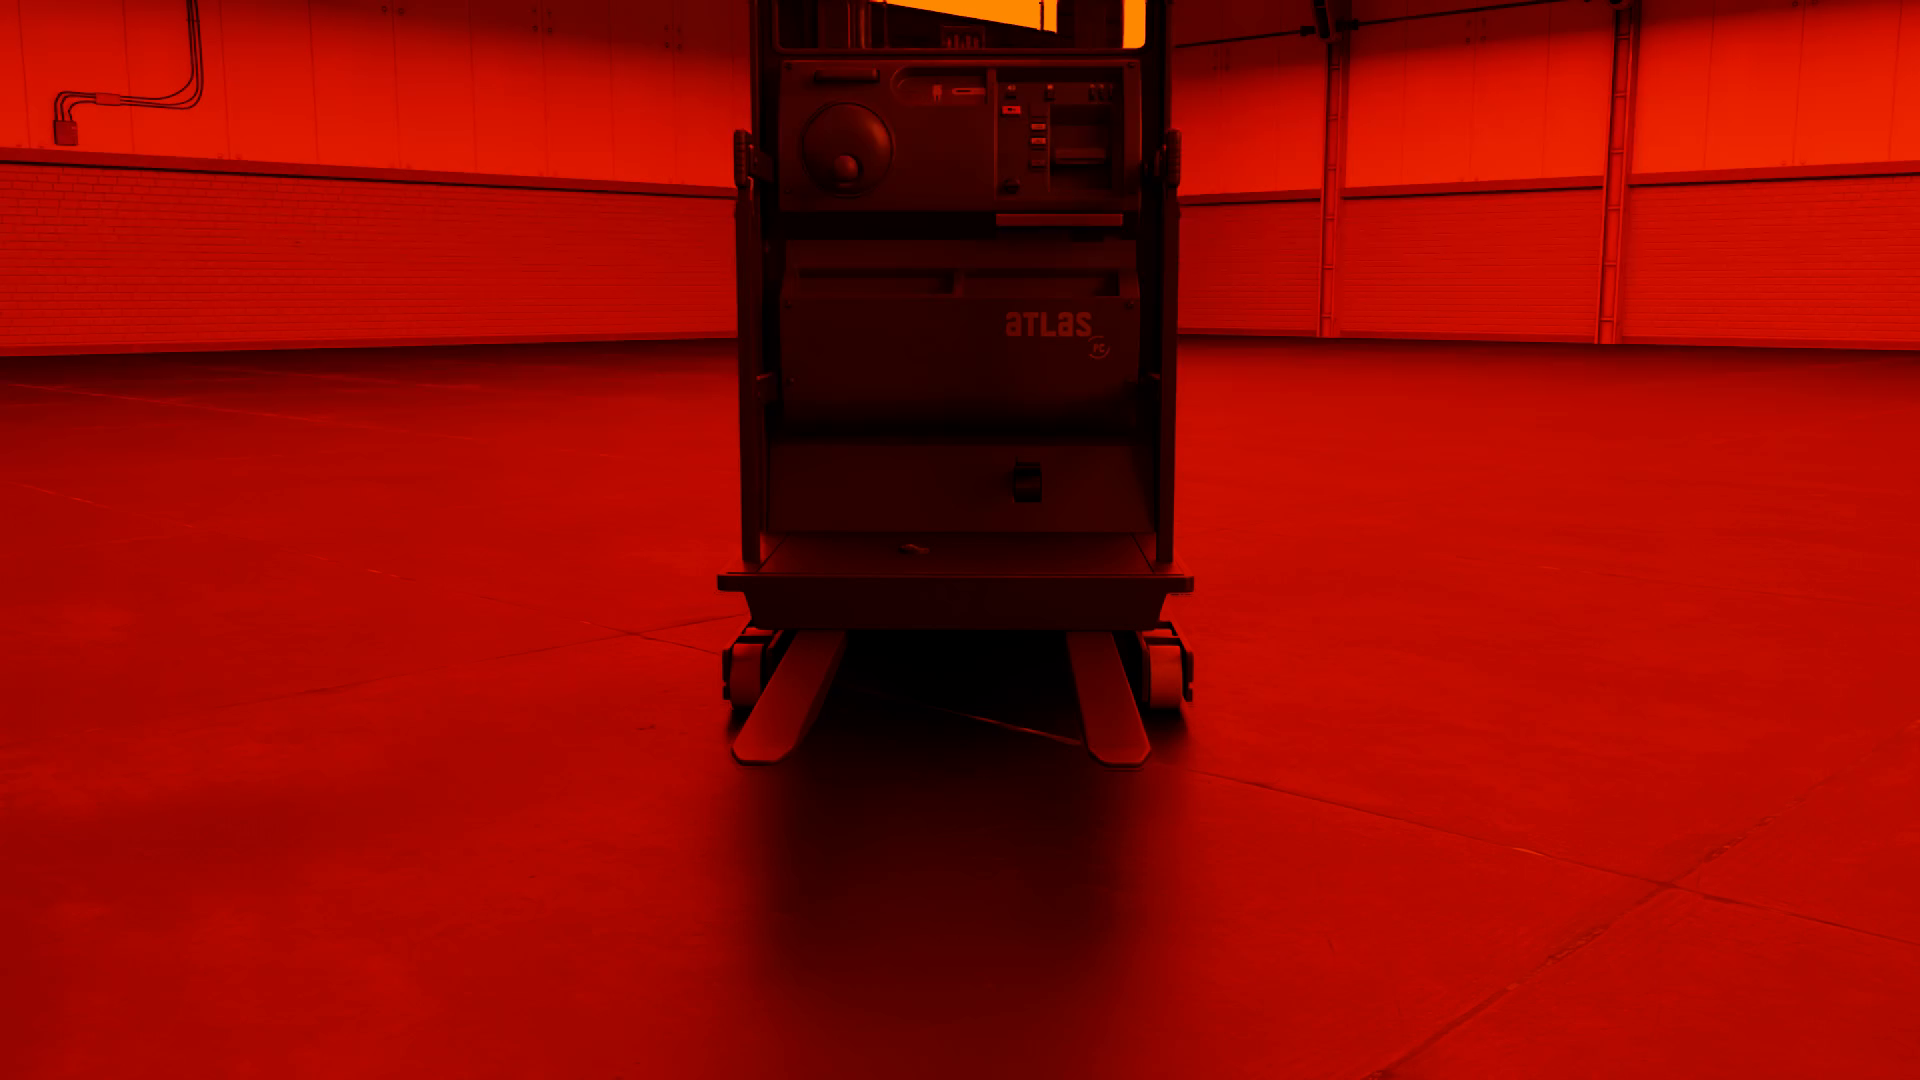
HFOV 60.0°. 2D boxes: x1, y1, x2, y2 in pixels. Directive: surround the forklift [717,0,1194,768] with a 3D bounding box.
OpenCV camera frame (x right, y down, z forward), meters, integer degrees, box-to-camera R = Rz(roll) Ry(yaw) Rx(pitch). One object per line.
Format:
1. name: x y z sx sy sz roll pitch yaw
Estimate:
1. forklift: -0.002 -1.084 4.072 1.130 2.935 3.031 0 9 1
